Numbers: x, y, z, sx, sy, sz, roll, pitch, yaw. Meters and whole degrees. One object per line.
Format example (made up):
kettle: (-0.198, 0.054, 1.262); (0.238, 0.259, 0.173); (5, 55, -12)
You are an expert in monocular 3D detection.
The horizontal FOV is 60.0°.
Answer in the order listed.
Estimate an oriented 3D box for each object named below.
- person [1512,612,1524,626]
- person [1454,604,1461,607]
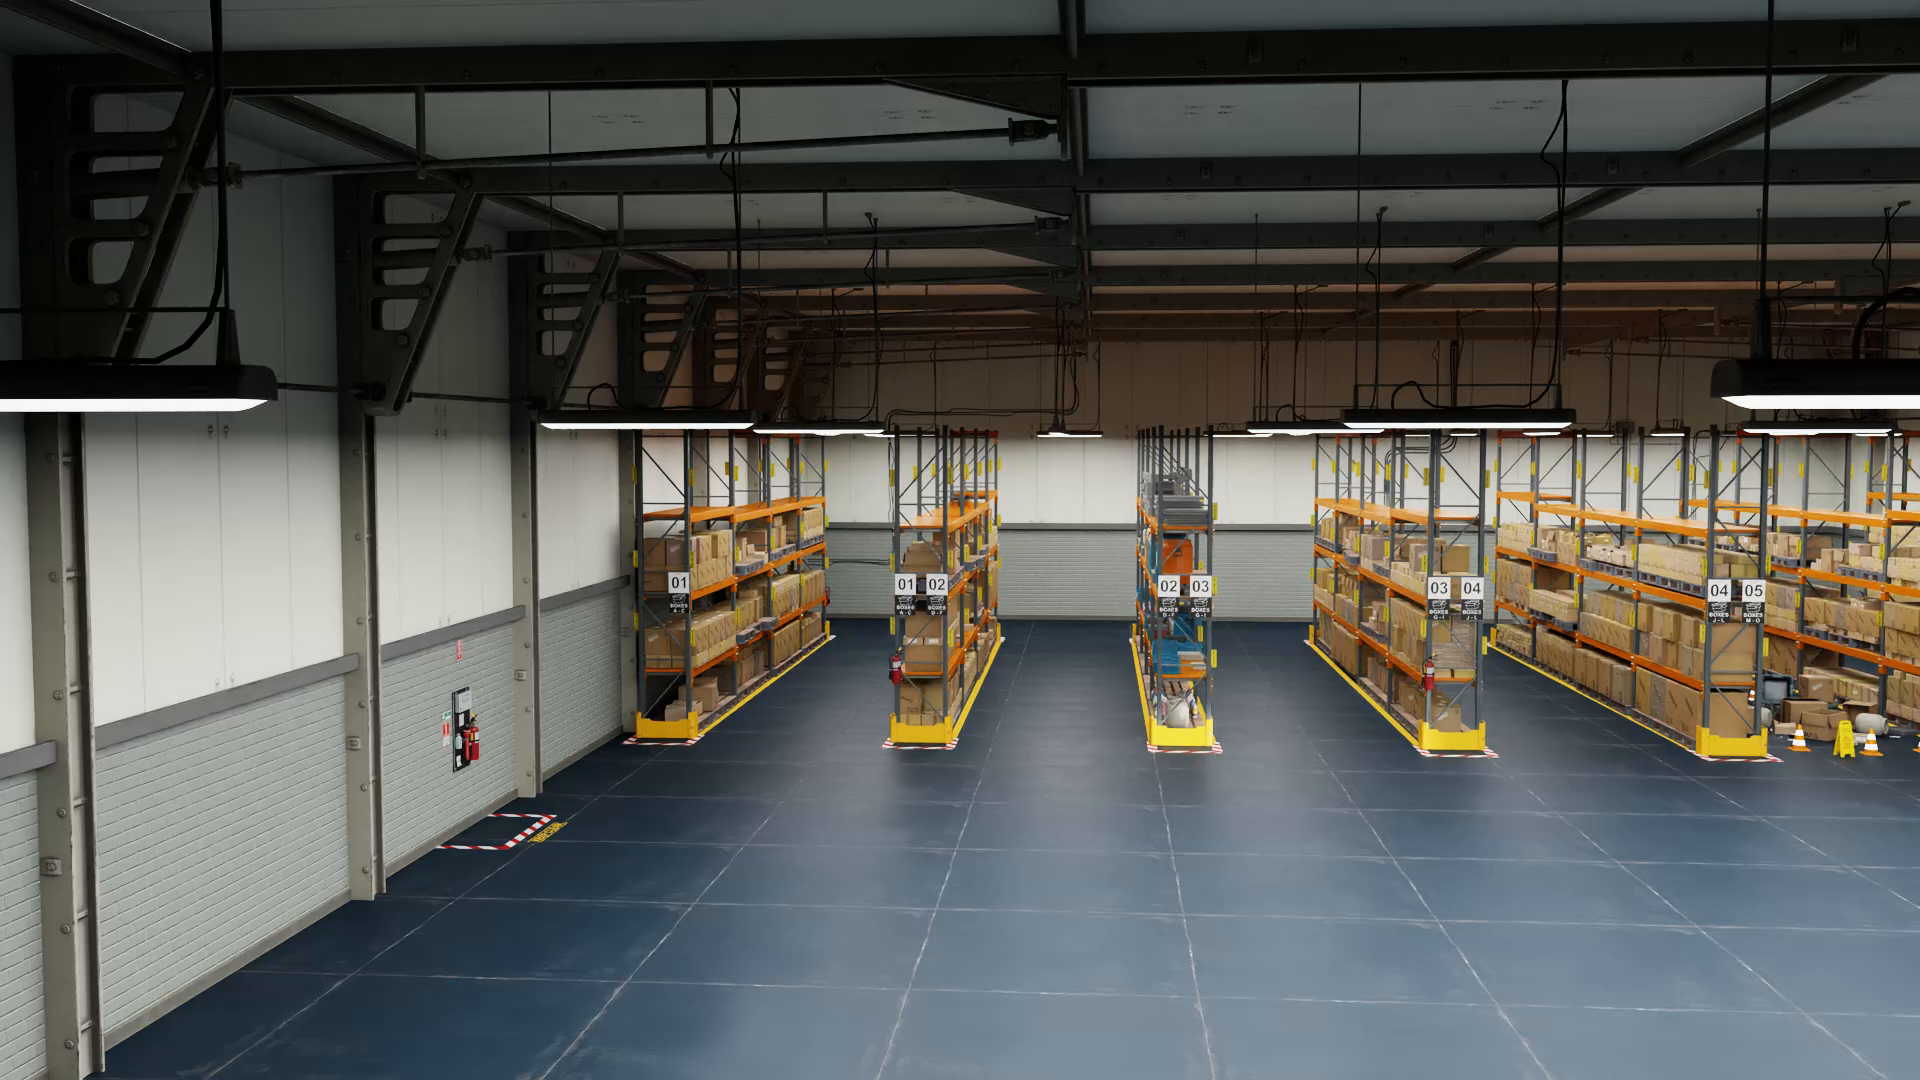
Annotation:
person: (16.775, 1.883, 49.994); (0.518, 1.697, 0.466); (-1, 4, -17)
person: (13.734, 2.060, 46.192); (0.561, 1.717, 1.130); (1, 4, 21)
